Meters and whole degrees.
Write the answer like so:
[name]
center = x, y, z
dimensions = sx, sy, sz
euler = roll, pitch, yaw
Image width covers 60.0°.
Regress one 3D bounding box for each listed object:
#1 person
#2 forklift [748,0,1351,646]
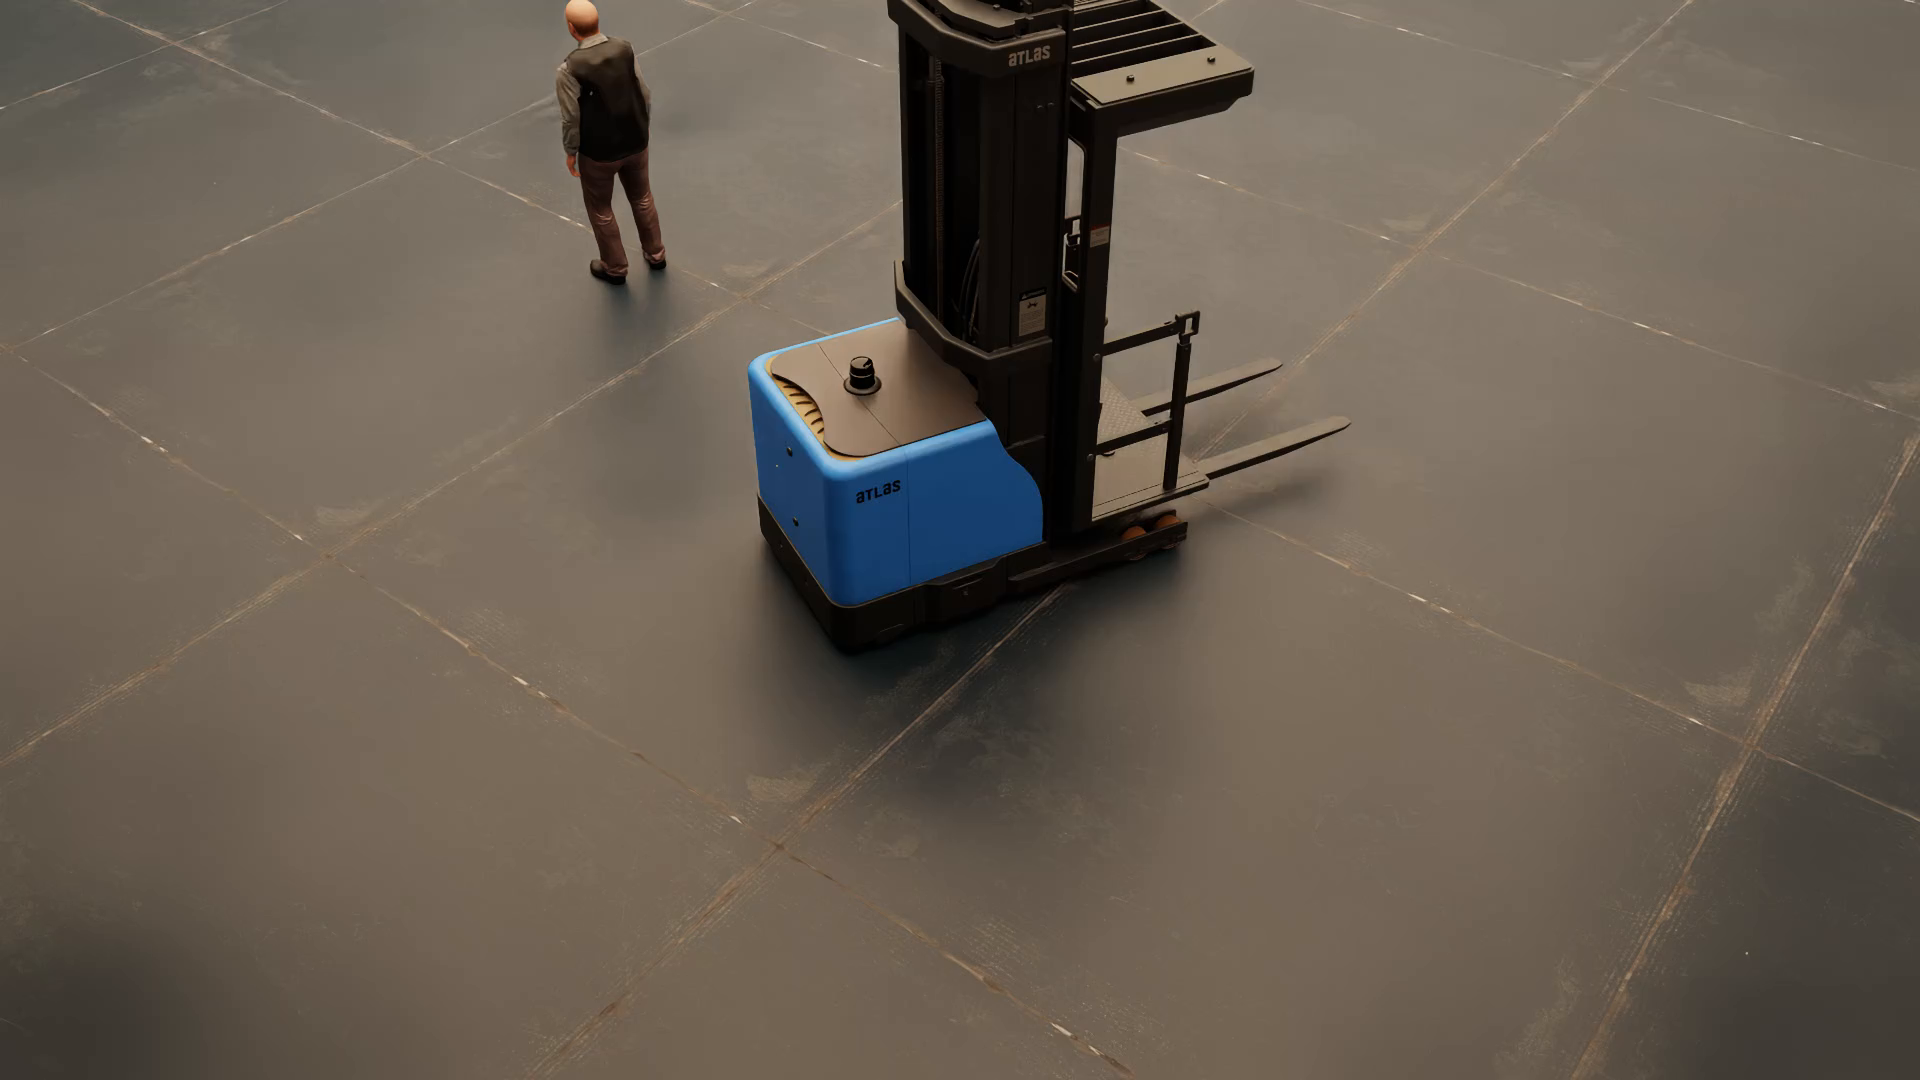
[person]
center = -2.037, -2.302, 9.709
dimensions = 0.586, 1.720, 0.427
euler = -29, 48, -29
[forklift]
center = 0.555, -1.302, 7.601
dimensions = 3.031, 2.935, 1.130
euler = -19, 44, -20
